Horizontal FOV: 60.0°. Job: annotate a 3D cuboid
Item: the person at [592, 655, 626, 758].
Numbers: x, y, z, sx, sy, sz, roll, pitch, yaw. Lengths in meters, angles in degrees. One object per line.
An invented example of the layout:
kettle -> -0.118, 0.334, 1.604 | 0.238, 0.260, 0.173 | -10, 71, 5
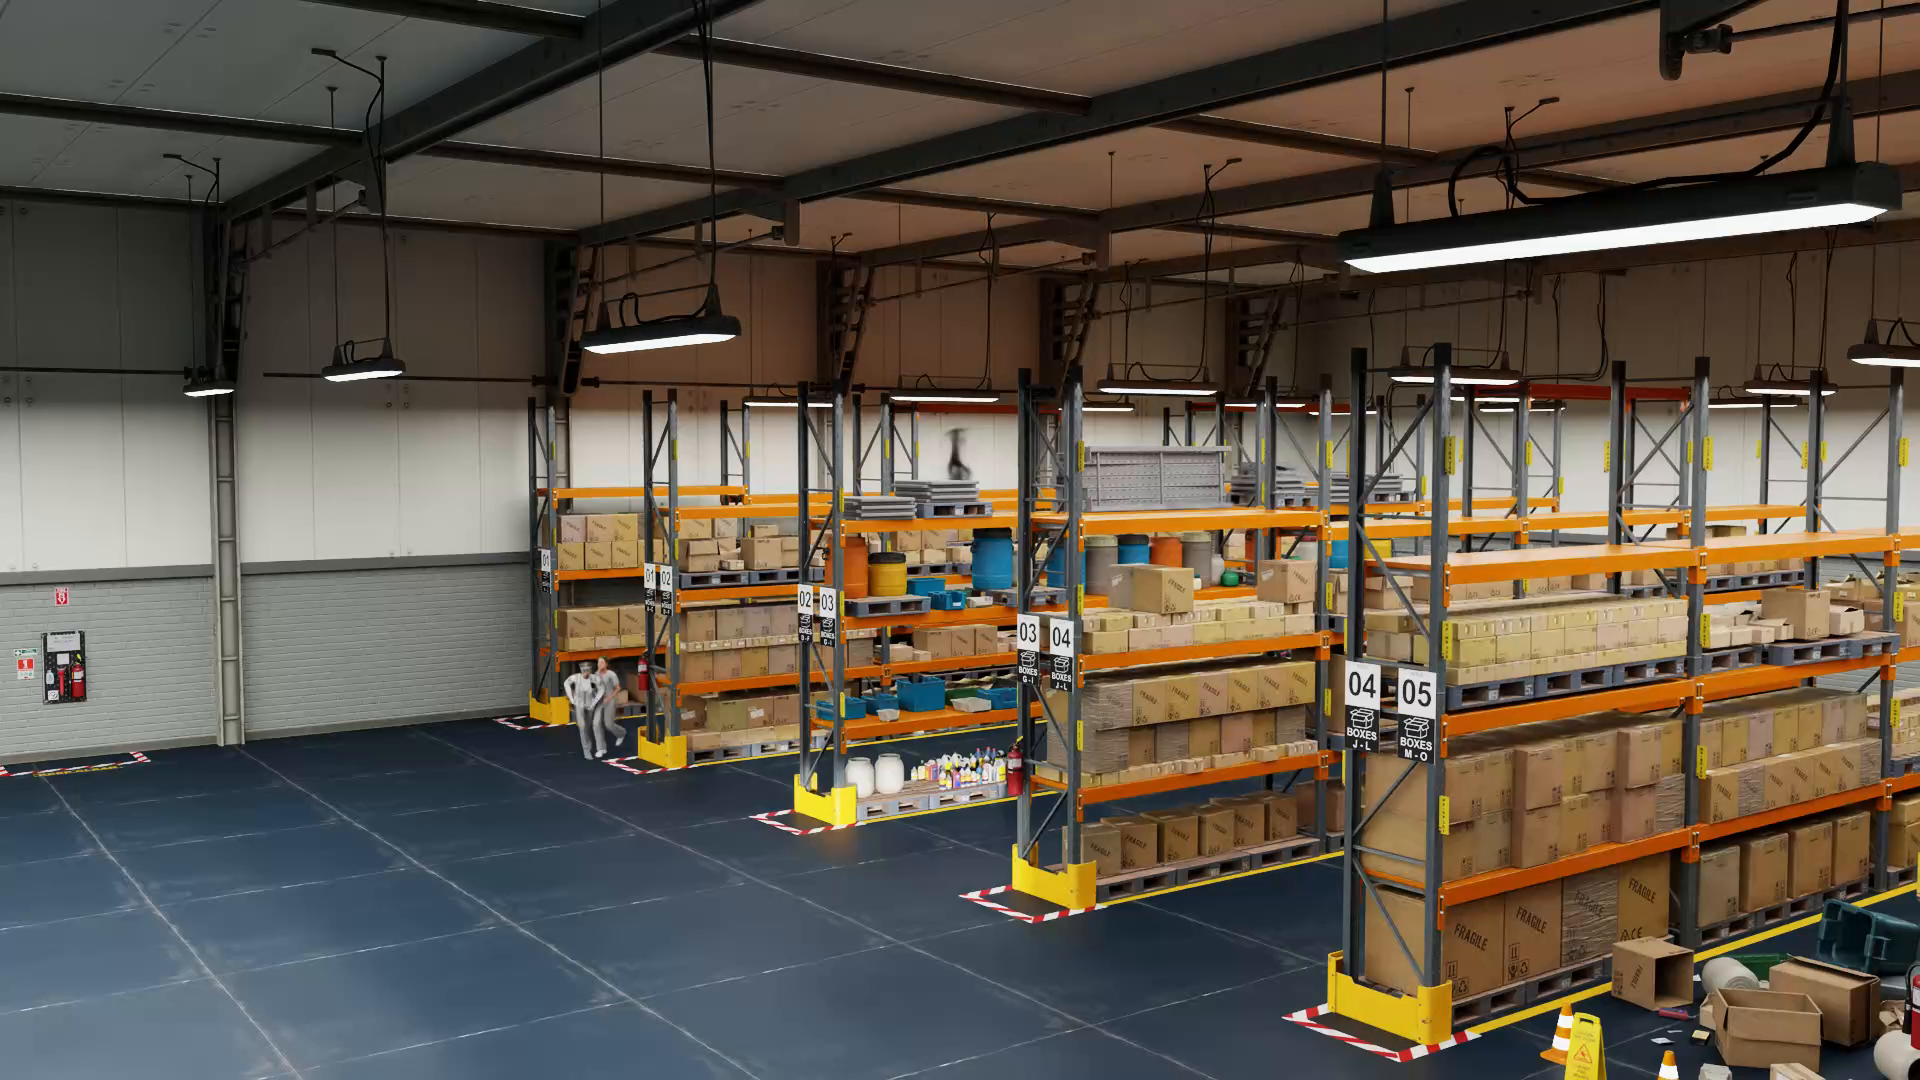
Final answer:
person -> -5.850, 2.731, 27.580 | 0.551, 1.640, 0.837 | 1, 4, 18

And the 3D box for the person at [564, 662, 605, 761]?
person -> -6.177, 2.772, 27.392 | 0.652, 1.628, 0.964 | -1, 3, -12
